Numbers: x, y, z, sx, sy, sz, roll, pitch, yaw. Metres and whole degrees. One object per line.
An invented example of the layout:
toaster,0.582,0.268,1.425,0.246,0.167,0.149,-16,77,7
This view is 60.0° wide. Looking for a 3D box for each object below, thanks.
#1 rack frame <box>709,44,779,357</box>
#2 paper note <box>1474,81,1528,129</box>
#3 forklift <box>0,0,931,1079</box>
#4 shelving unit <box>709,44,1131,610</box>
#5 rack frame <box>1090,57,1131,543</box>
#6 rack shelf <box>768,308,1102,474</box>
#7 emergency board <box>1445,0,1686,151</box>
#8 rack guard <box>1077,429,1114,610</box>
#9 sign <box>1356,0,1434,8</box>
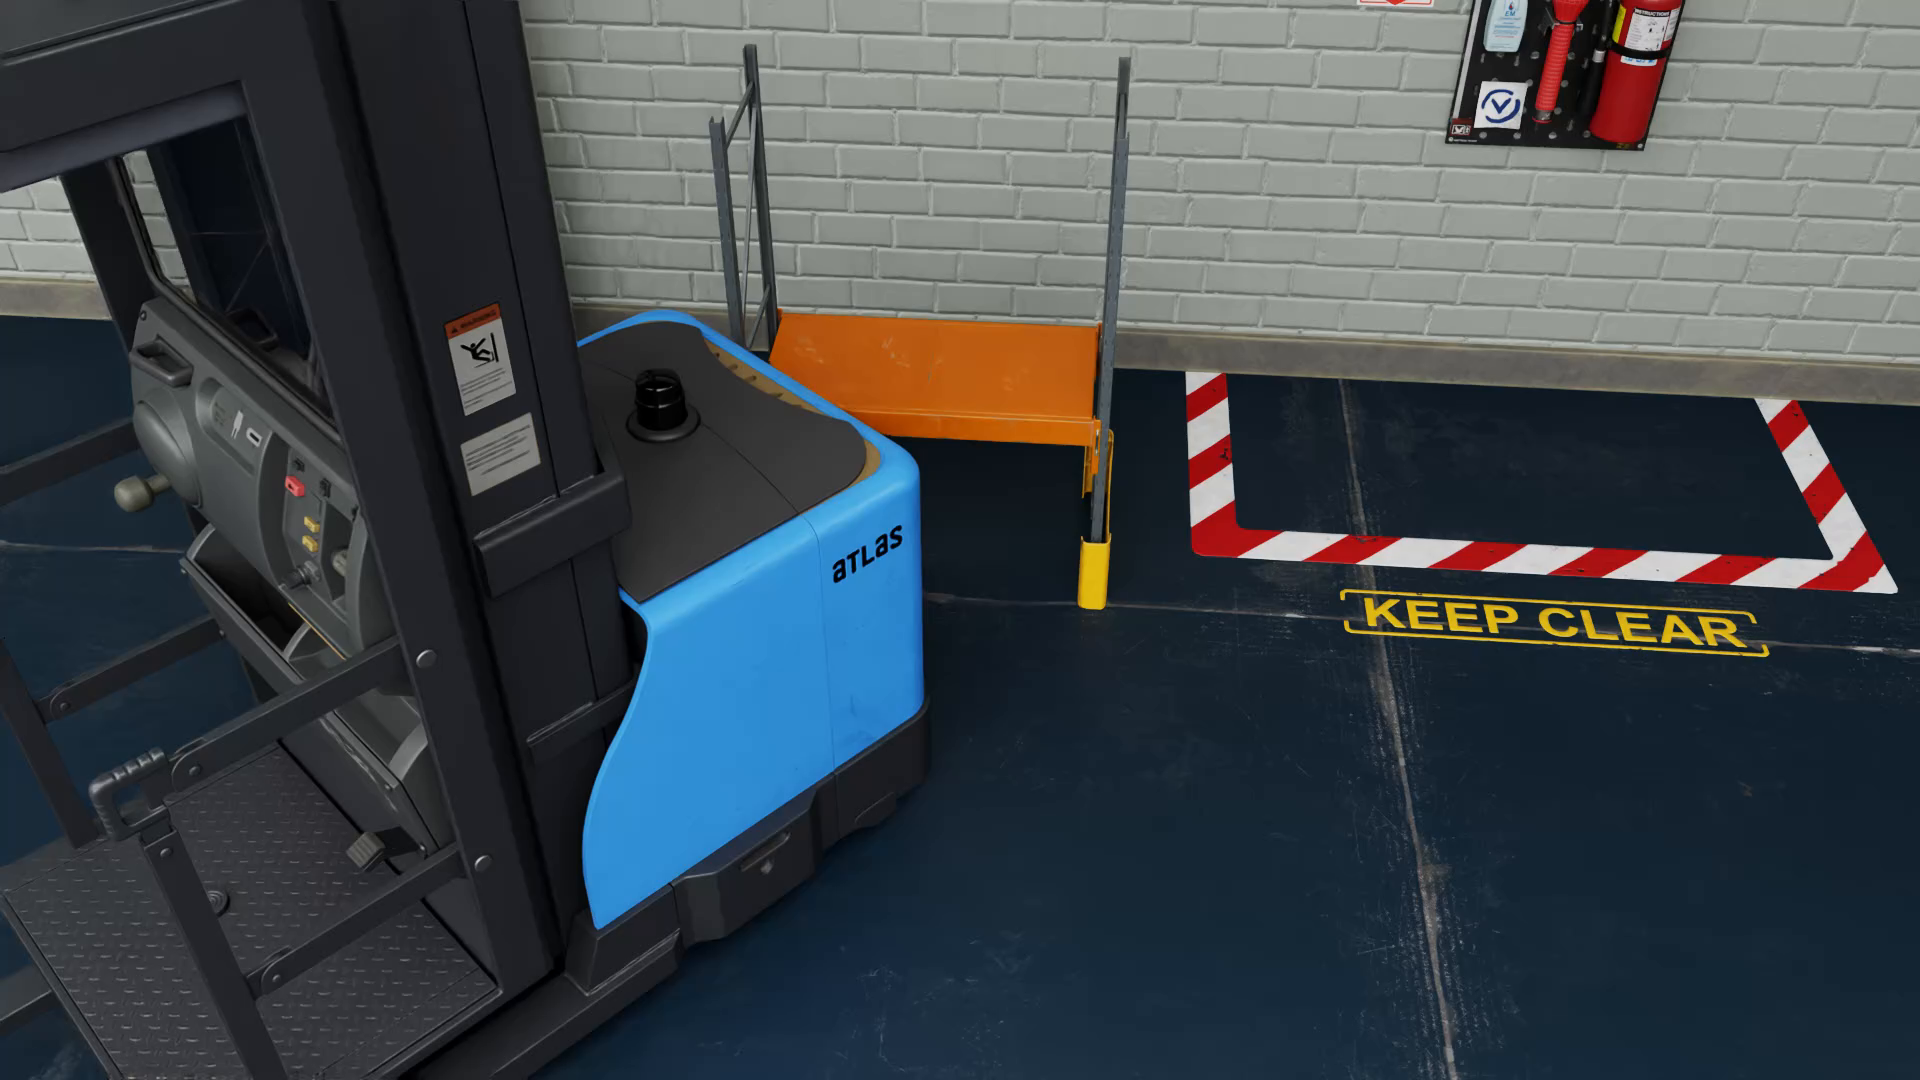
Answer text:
rack frame,-0.591,-0.614,4.816,0.032,1.500,0.500,3,39,4
paper note,1.711,-1.375,5.261,0.142,0.148,0.016,3,39,4
forklift,-1.484,-0.060,3.002,3.031,2.935,1.130,-32,49,-33
shelving unit,-0.076,-0.586,4.782,1.083,1.500,0.587,3,39,4
rack frame,0.421,-0.559,4.748,0.032,1.500,0.500,3,39,4
rack shelf,-0.085,-0.447,4.896,1.000,0.185,0.538,3,39,4
emergency board,1.882,-1.663,4.917,0.643,1.169,0.194,3,39,4
rack guard,0.420,-0.074,5.143,0.087,0.250,0.587,3,39,4
sign,1.340,-1.772,5.023,0.234,0.329,0.001,3,39,4
